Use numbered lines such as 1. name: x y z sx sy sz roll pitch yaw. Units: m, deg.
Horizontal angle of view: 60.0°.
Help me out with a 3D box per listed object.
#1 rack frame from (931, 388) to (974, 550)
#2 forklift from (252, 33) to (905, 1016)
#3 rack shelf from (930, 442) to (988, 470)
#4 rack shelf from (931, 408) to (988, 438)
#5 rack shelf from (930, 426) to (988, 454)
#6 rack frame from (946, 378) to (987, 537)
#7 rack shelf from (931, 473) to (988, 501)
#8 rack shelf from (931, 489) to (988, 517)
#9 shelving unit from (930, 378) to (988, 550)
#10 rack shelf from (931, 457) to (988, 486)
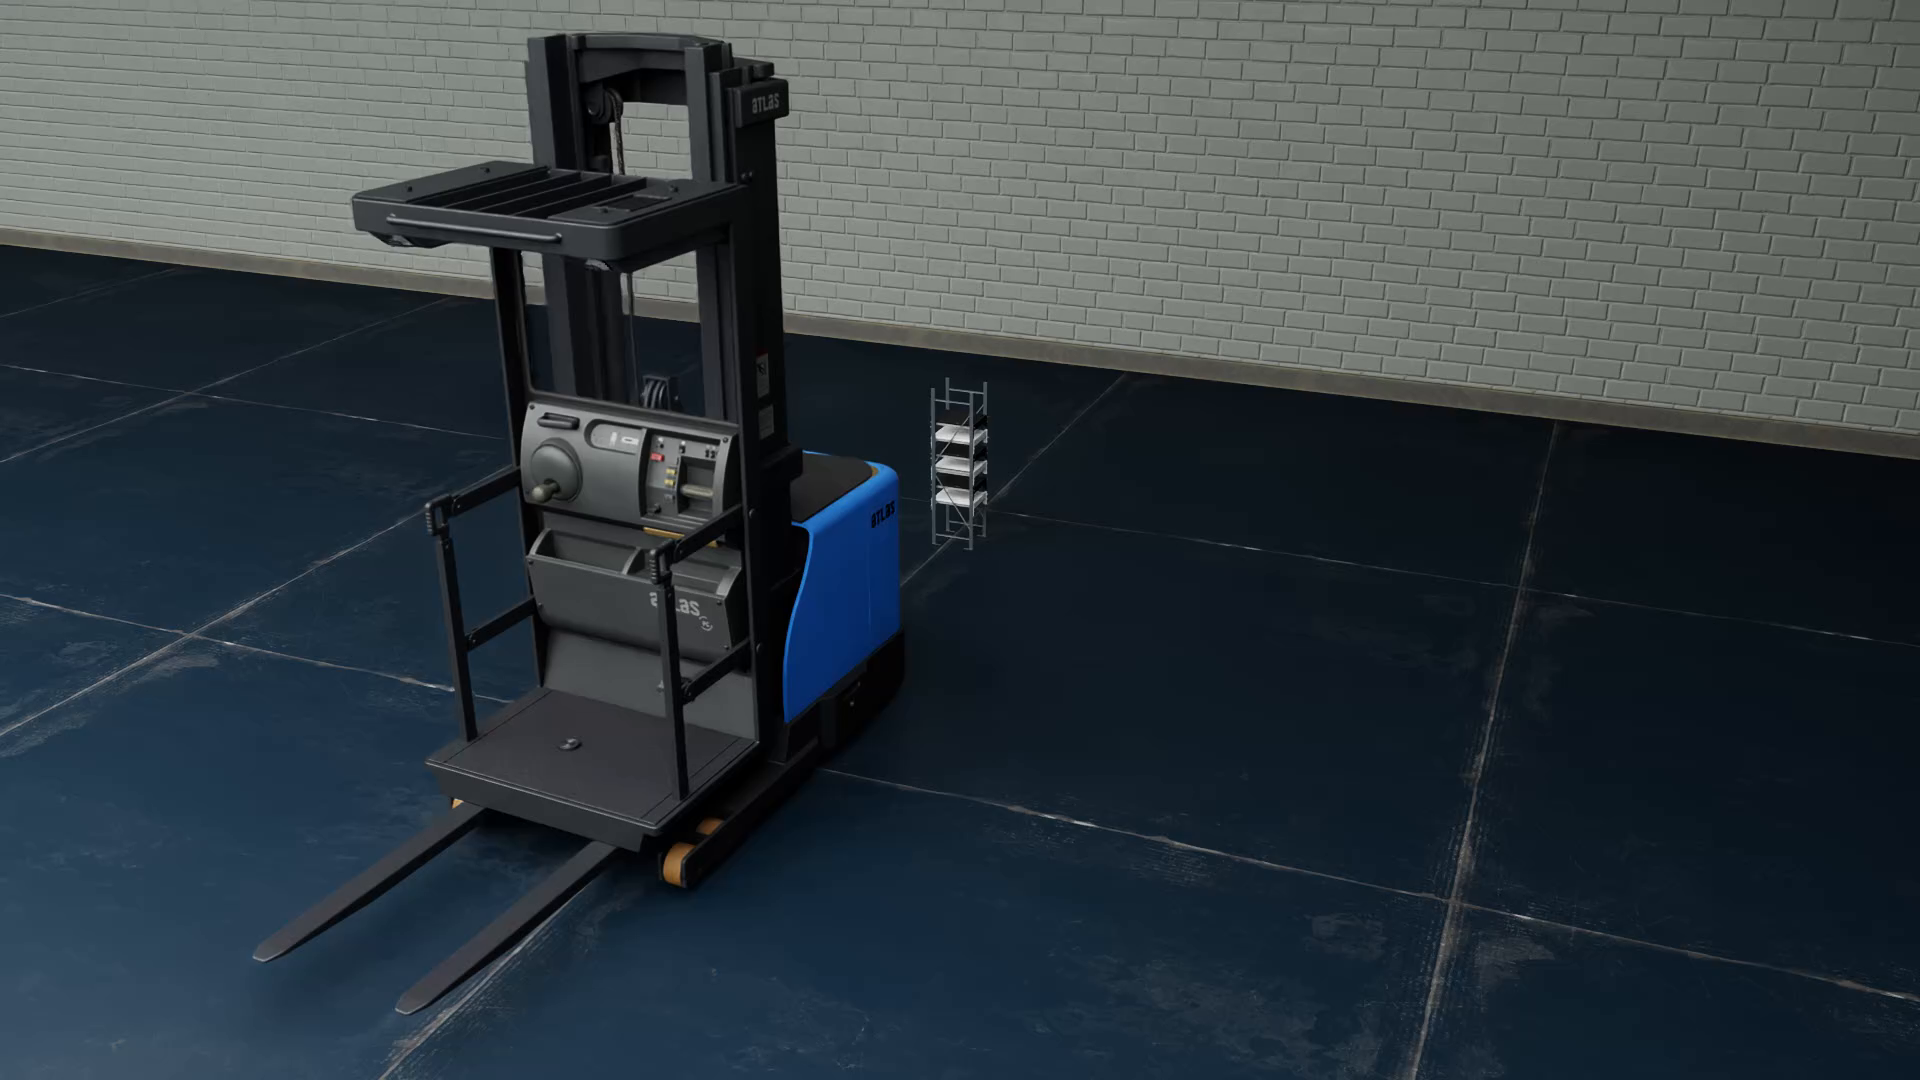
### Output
1. rack frame: -0.041 -0.376 8.983 0.240 0.900 0.006 9 24 20
2. forklift: -1.349 -0.257 6.061 1.130 2.935 3.031 11 25 24
3. rack shelf: -0.003 -0.465 9.048 0.258 0.077 0.200 9 24 20
4. rack shelf: -0.003 -0.631 8.978 0.258 0.077 0.200 9 24 20
5. rack shelf: -0.003 -0.548 9.013 0.258 0.077 0.200 9 24 20
6. rack frame: 0.035 -0.449 9.157 0.240 0.900 0.006 9 24 20
7. rack shelf: -0.003 -0.299 9.117 0.258 0.077 0.200 9 24 20
8. rack shelf: -0.003 -0.215 9.152 0.258 0.077 0.200 9 24 20
9. shelving unit: -0.003 -0.412 9.070 0.258 0.900 0.210 9 24 20
10. rack shelf: -0.003 -0.382 9.082 0.258 0.077 0.200 9 24 20
